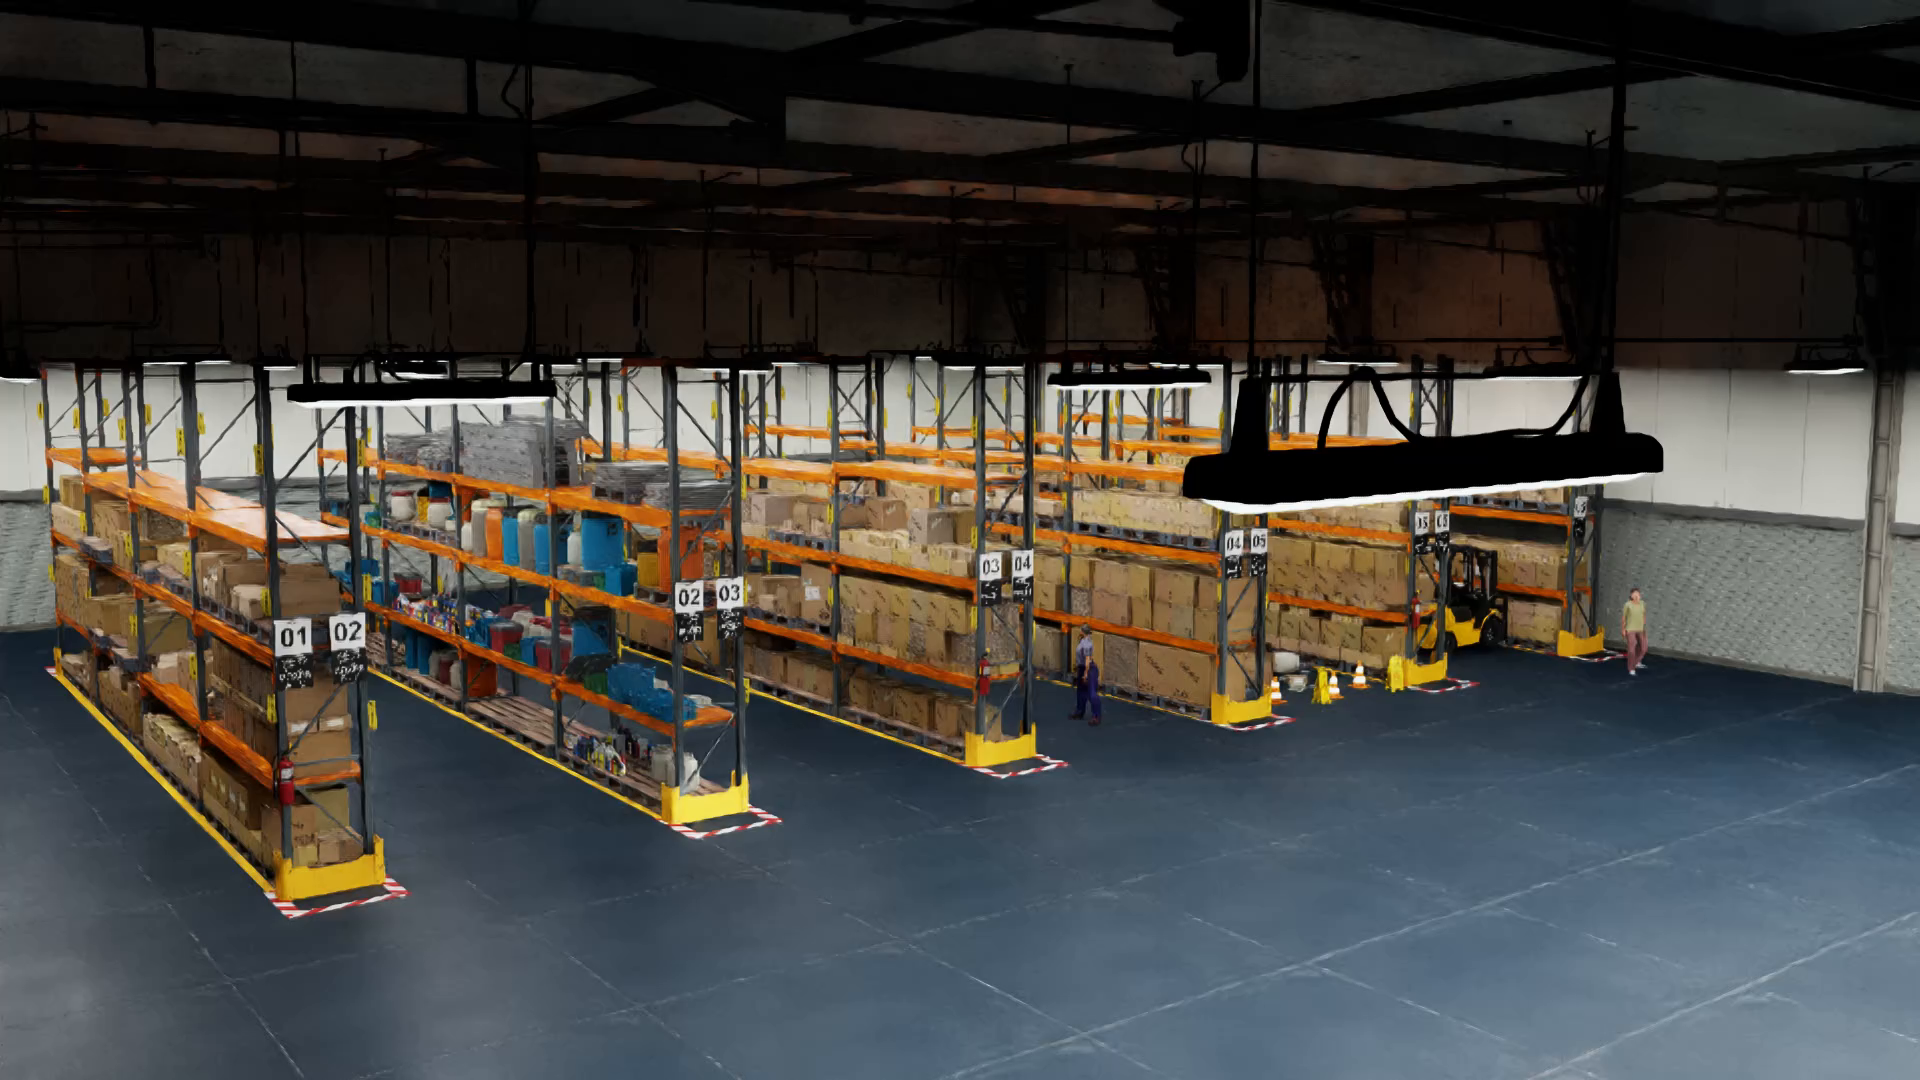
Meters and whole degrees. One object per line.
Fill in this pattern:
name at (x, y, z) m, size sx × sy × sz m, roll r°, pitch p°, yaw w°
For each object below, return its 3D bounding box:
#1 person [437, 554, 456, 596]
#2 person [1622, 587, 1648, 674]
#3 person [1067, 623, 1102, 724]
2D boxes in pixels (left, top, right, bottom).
person at (-12.354, 0.755, 39.849) m, size 0.580 × 1.618 × 0.507 m, roll -5°, pitch 9°, yaw -38°
person at (12.848, 1.709, 31.695) m, size 0.520 × 1.664 × 0.503 m, roll 0°, pitch 7°, yaw 1°
person at (2.071, 2.194, 27.623) m, size 0.549 × 1.642 × 0.599 m, roll -1°, pitch 7°, yaw -7°
